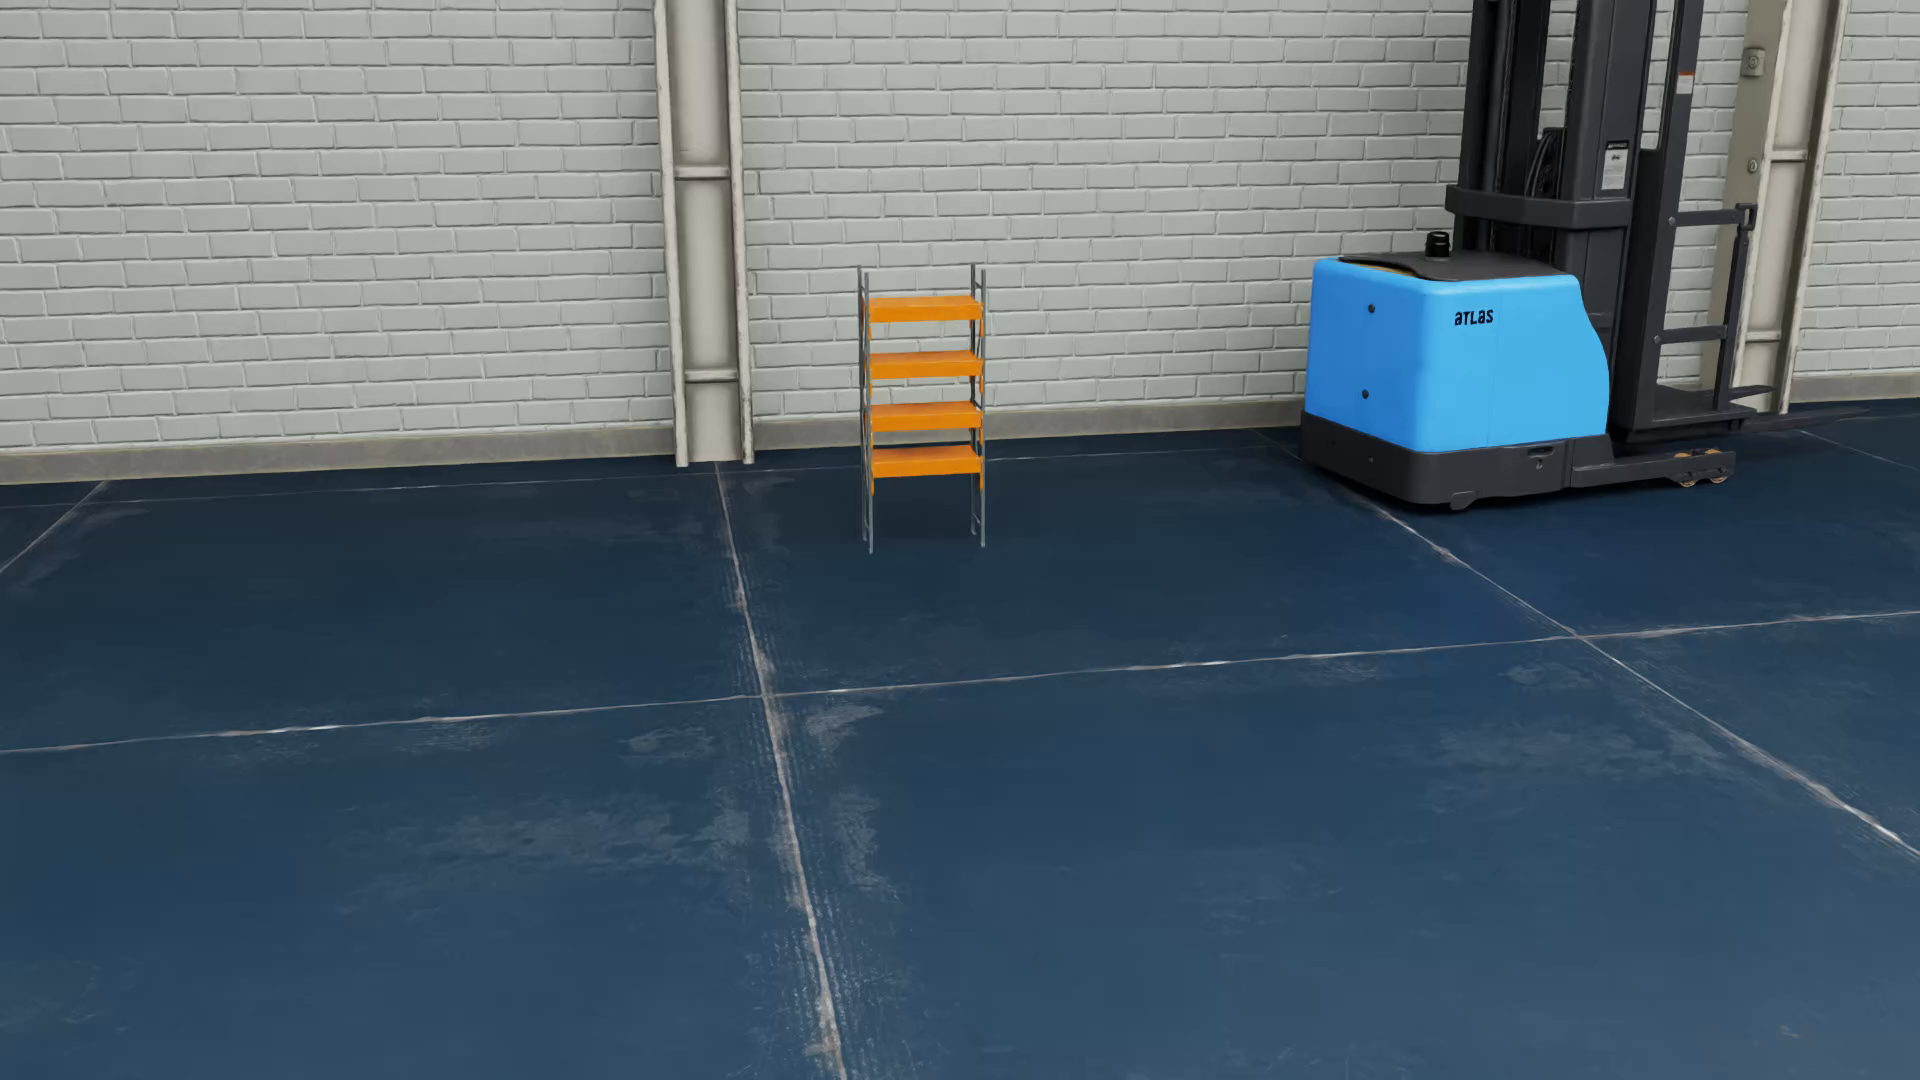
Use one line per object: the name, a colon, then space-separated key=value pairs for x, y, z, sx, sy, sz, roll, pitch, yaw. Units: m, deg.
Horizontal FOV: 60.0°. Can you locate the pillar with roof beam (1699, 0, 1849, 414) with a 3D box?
pillar with roof beam: x=5.420 y=-3.825 z=4.438 sx=0.400 sy=9.000 sz=9.100 roll=-3 pitch=17 yaw=-10

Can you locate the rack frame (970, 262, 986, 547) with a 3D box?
rack frame: x=0.077 y=-0.578 z=7.150 sx=0.015 sy=1.200 sz=0.240 roll=-3 pitch=17 yaw=-10

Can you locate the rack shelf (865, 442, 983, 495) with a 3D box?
rack shelf: x=-0.163 y=-0.310 z=7.184 sx=0.480 sy=0.148 sz=0.258 roll=-3 pitch=17 yaw=-10

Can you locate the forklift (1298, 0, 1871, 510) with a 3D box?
forklift: x=3.287 y=-1.796 z=8.168 sx=3.031 sy=2.935 sz=1.130 roll=-7 pitch=18 yaw=-21

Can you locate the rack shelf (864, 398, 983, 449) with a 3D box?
rack shelf: x=-0.163 y=-0.500 z=7.125 sx=0.480 sy=0.148 sz=0.258 roll=-3 pitch=17 yaw=-10

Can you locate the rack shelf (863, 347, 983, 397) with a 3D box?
rack shelf: x=-0.163 y=-0.714 z=7.060 sx=0.480 sy=0.148 sz=0.258 roll=-3 pitch=17 yaw=-10

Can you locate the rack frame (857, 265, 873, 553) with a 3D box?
rack frame: x=-0.402 y=-0.551 z=7.061 sx=0.015 sy=1.200 sz=0.240 roll=-3 pitch=17 yaw=-10

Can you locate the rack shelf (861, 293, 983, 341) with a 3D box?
rack shelf: x=-0.163 y=-0.940 z=6.990 sx=0.480 sy=0.148 sz=0.258 roll=-3 pitch=17 yaw=-10

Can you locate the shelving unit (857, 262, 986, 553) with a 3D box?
shelving unit: x=-0.163 y=-0.564 z=7.106 sx=0.503 sy=1.200 sz=0.258 roll=-3 pitch=17 yaw=-10

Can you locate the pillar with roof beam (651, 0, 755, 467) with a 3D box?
pillar with roof beam: x=-0.471 y=-3.491 z=3.350 sx=0.400 sy=9.000 sz=9.100 roll=-3 pitch=17 yaw=-10
